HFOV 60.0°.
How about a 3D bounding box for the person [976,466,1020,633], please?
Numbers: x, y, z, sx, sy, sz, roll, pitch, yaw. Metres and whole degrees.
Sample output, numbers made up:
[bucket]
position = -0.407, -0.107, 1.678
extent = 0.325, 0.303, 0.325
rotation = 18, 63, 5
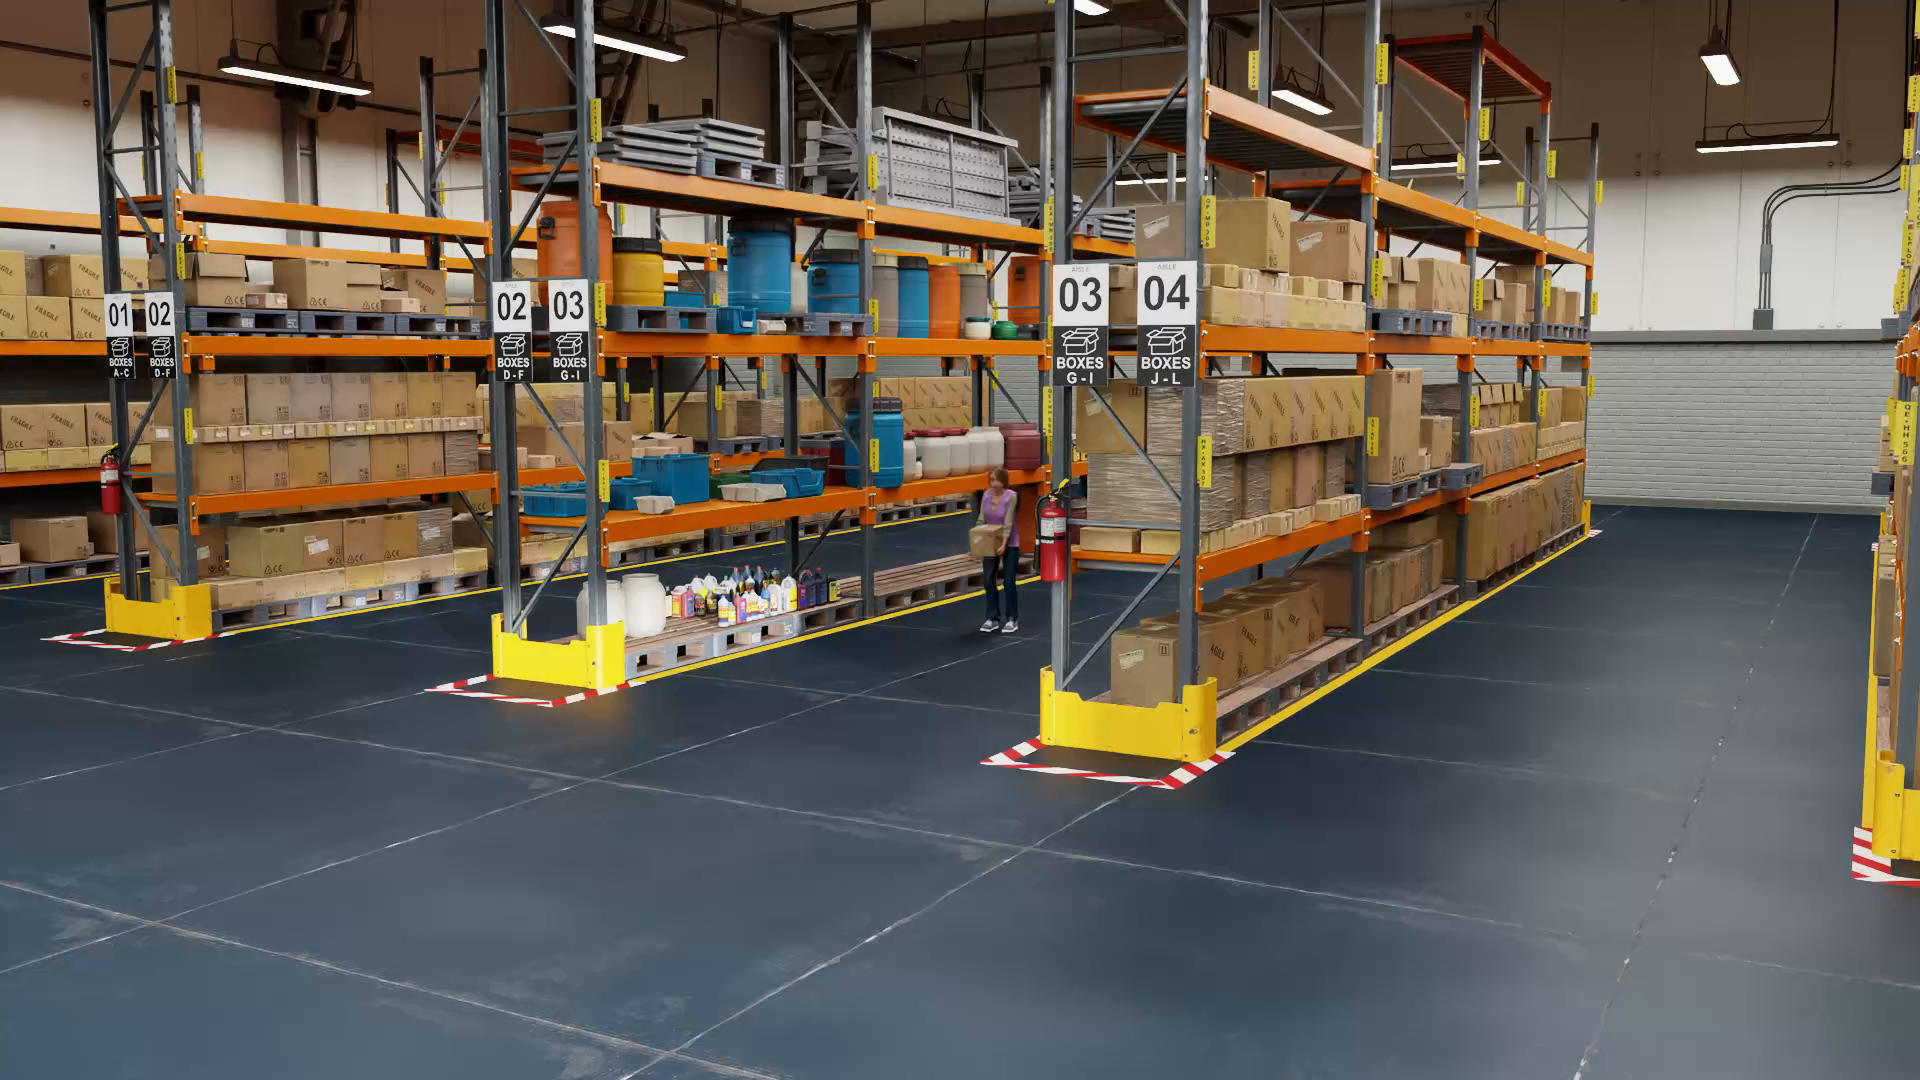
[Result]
[person]
position = 0.358, 0.091, 15.803
extent = 0.373, 1.586, 0.518
rotation = 3, 7, 27
